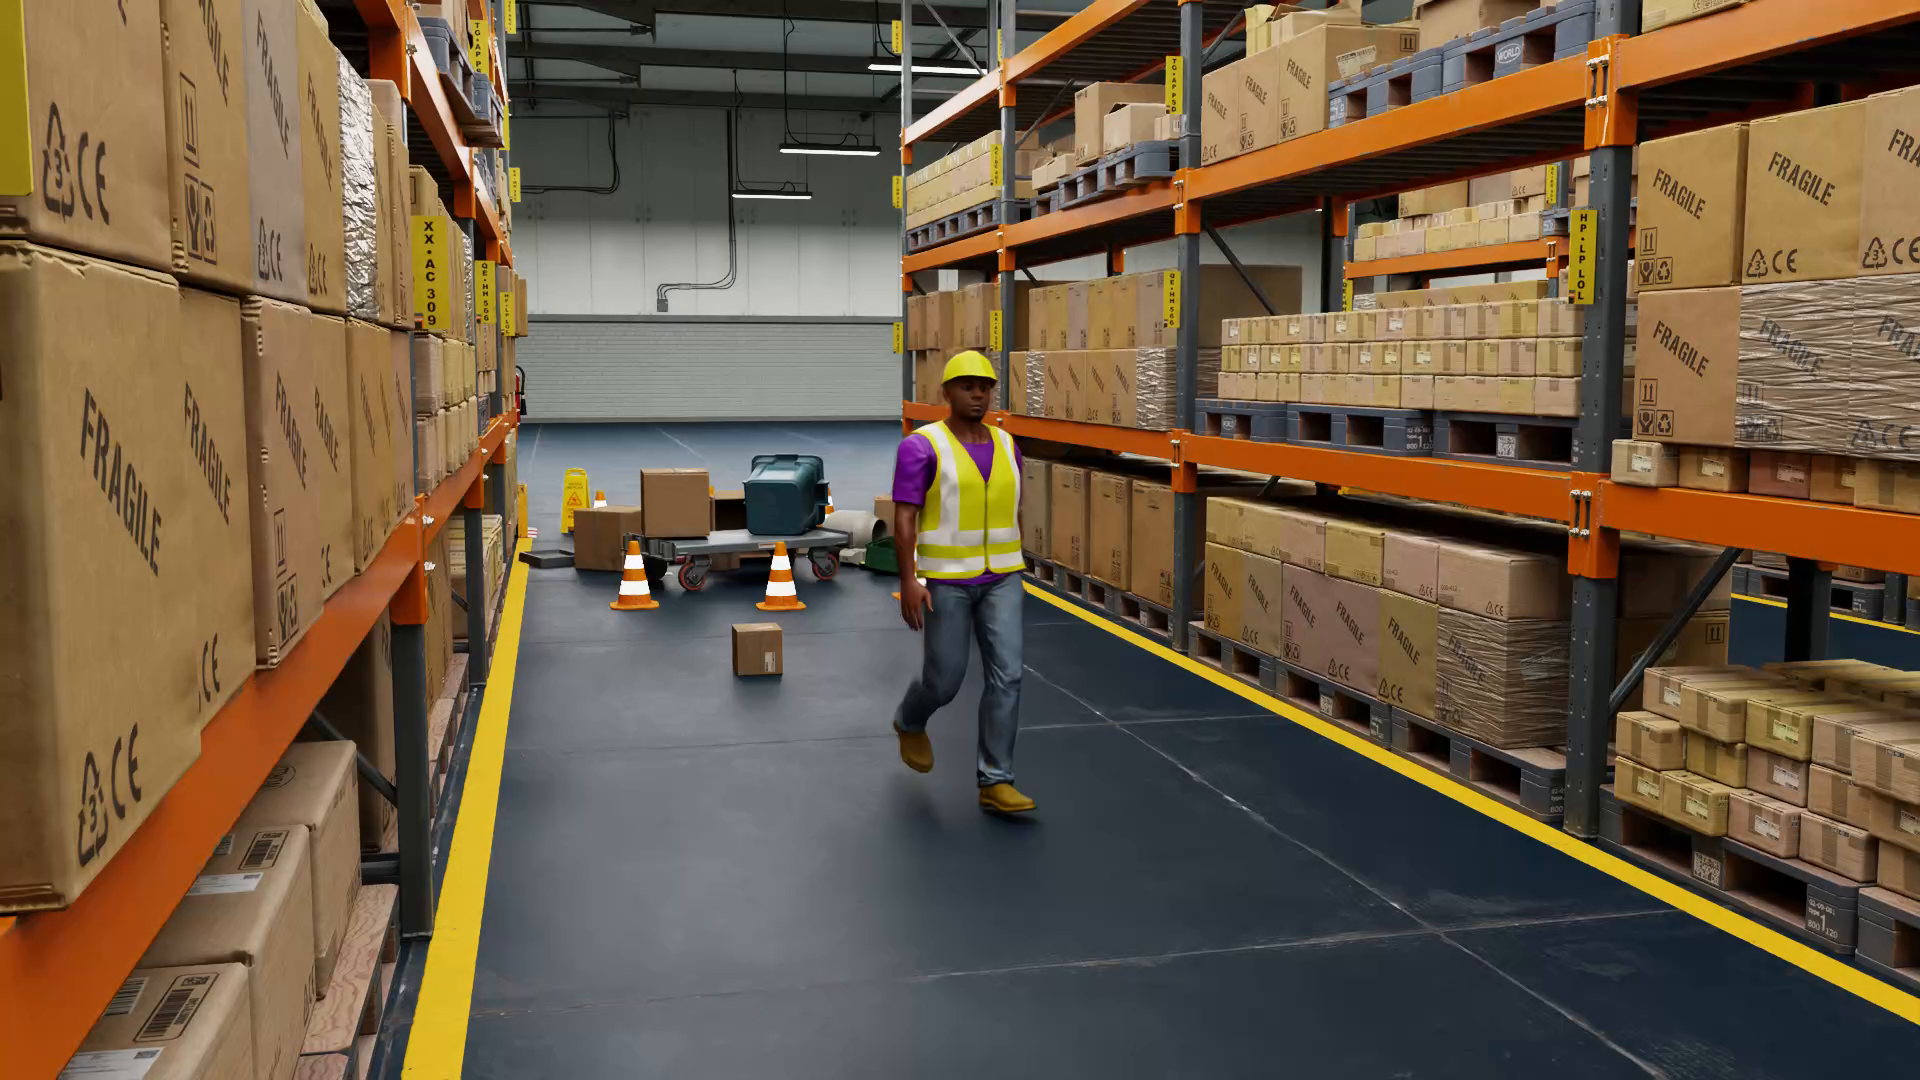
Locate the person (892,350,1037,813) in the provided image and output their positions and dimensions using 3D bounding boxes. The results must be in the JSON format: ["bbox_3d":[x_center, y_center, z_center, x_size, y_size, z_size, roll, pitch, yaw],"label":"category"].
[{"bbox_3d":[0.007,0.142,6.435,0.579,1.743,0.839,-3,7,-25],"label":"person"}]
